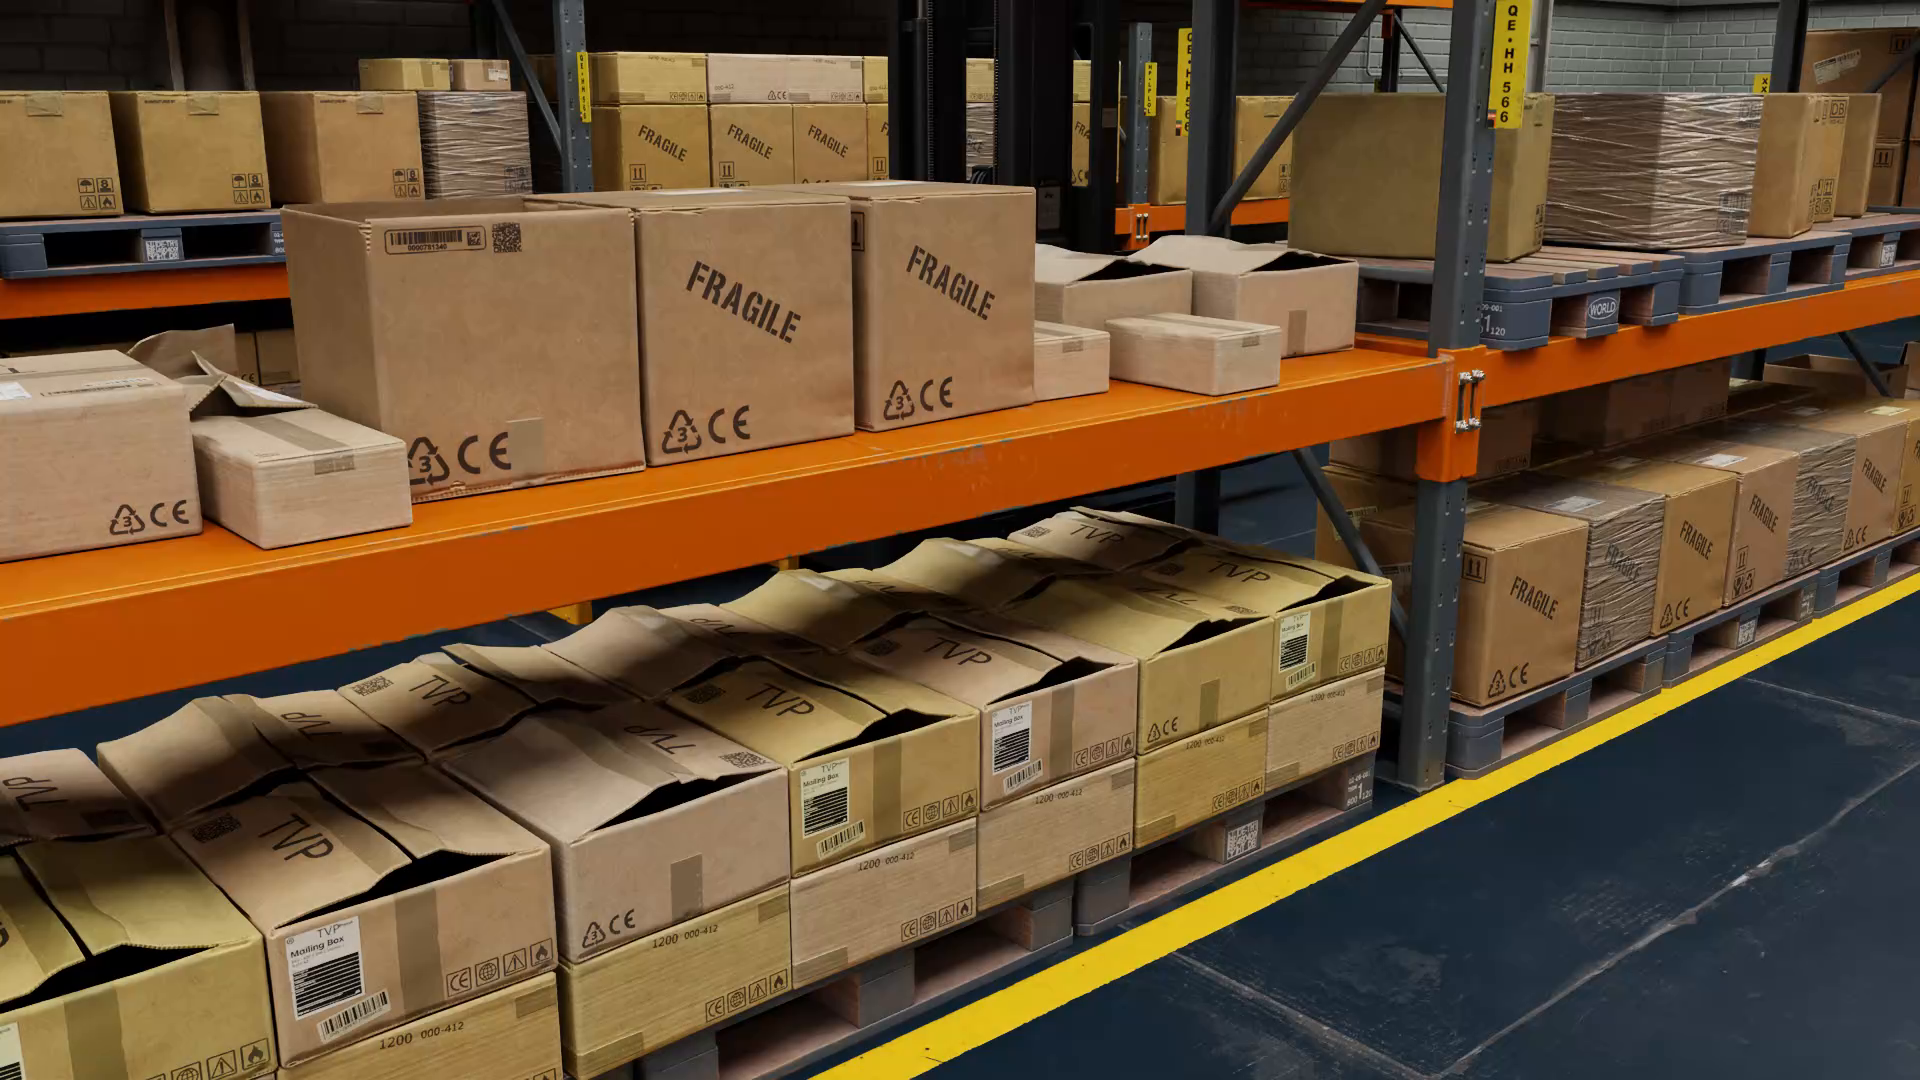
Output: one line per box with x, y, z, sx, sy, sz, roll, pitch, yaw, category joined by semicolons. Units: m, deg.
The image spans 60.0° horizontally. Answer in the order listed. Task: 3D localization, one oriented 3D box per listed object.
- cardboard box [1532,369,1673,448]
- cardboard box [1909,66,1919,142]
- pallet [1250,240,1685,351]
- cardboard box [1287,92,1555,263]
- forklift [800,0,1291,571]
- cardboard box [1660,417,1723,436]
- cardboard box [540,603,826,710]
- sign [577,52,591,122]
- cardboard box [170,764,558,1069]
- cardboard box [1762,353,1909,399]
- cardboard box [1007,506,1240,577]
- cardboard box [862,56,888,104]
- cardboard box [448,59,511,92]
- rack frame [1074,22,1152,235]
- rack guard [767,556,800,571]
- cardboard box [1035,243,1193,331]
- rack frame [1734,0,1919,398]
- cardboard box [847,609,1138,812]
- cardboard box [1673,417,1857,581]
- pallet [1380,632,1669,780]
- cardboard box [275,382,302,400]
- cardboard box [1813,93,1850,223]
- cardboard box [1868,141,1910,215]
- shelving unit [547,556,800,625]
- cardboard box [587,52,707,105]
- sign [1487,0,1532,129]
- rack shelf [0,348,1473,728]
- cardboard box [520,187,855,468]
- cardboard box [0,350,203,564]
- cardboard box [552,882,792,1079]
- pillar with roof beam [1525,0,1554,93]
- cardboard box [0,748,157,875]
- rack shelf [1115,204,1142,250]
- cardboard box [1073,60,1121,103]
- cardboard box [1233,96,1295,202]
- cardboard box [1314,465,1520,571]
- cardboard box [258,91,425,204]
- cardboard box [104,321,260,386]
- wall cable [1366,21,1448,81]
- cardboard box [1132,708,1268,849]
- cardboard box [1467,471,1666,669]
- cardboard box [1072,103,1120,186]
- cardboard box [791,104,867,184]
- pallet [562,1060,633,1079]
2.439;-0.555;6.553;0.500;0.250;0.500;-13;20;-40;cardboard box
4.637;-2.033;7.418;0.500;0.500;0.500;-12;19;-38;cardboard box
1.544;-0.835;5.435;1.003;0.211;1.213;-13;19;-39;pallet
1.480;-1.179;5.344;0.700;0.500;0.500;8;17;28;cardboard box
0.474;-1.523;7.772;3.031;2.935;1.130;-13;20;-40;forklift
2.795;-0.271;6.945;0.500;0.500;0.500;-12;19;-39;cardboard box
-0.673;0.351;4.052;0.500;0.311;0.500;-13;20;-40;cardboard box
-1.812;-2.180;8.009;0.005;0.325;0.100;-13;19;-39;sign
-1.082;0.628;3.015;0.500;0.311;0.500;-13;20;-40;cardboard box
4.340;-0.633;8.300;0.500;0.500;0.500;-13;19;-39;cardboard box
0.491;0.087;5.040;0.500;0.311;0.500;-12;19;-38;cardboard box
-0.503;-2.618;9.476;0.500;0.250;0.500;-13;20;-40;cardboard box
-2.416;-2.273;8.143;0.380;0.149;0.250;13;20;40;cardboard box
0.842;-2.441;11.074;0.127;3.000;1.000;-13;19;-39;rack frame
-0.905;-0.017;7.330;0.087;0.250;0.587;-12;19;-39;rack guard
0.277;-0.642;4.515;0.500;0.311;0.500;-13;20;-40;cardboard box
4.096;-1.477;7.466;0.127;3.000;1.000;-13;19;-39;rack frame
0.075;0.366;3.994;0.500;0.311;0.500;-13;20;-40;cardboard box
3.155;-0.175;6.585;0.500;0.500;0.500;-12;19;-39;cardboard box
1.667;0.429;5.735;1.213;0.211;1.003;-13;19;-39;pallet
-3.150;-0.571;8.067;0.500;0.500;0.700;-13;20;-39;cardboard box
3.115;-1.562;6.779;0.500;0.500;0.700;-9;17;-31;cardboard box
4.305;-1.660;7.957;0.500;0.500;0.500;-12;19;-38;cardboard box
-1.283;-0.537;6.855;1.083;1.500;0.587;-12;19;-39;shelving unit
-1.642;-2.358;8.505;0.500;0.250;0.500;-12;19;-38;cardboard box
1.446;-1.251;4.378;0.005;0.325;0.100;-13;19;-39;sign
-0.430;-0.113;3.754;4.000;0.370;1.077;-13;19;-39;rack shelf
-0.573;-0.471;3.507;0.500;0.500;0.500;-13;19;-39;cardboard box
-1.596;-0.141;2.756;0.500;0.250;0.500;-11;19;-36;cardboard box
-0.696;0.809;3.422;0.500;0.250;0.500;-13;20;-41;cardboard box
8.154;-5.804;12.042;0.400;9.000;9.100;-13;19;-39;pillar with roof beam
-1.821;0.609;3.087;0.500;0.311;0.500;-13;19;-39;cardboard box
-0.667;-1.754;9.899;4.000;0.370;1.077;-13;19;-39;rack shelf
0.657;-2.876;10.441;0.500;0.250;0.500;-12;19;-38;cardboard box
1.816;-2.797;11.827;0.700;0.700;0.980;-13;20;-41;cardboard box
1.630;-0.008;5.959;0.500;0.500;0.500;-12;19;-37;cardboard box
-2.928;-1.842;7.788;0.700;0.500;0.500;14;20;42;cardboard box
-3.541;-0.826;7.566;0.500;0.250;0.500;-13;20;-40;cardboard box
4.204;-4.010;14.981;1.851;1.984;0.084;-13;19;-39;wall cable
0.456;0.551;4.389;0.500;0.250;0.500;-13;20;-40;cardboard box
2.001;0.085;5.612;0.500;0.500;0.500;-14;20;-41;cardboard box
0.659;-2.515;10.544;0.500;0.500;0.500;-13;20;-40;cardboard box
-0.865;-2.168;9.244;0.500;0.500;0.500;-13;20;-40;cardboard box
-1.408;1.093;3.248;1.213;0.211;1.003;-13;19;-39;pallet
